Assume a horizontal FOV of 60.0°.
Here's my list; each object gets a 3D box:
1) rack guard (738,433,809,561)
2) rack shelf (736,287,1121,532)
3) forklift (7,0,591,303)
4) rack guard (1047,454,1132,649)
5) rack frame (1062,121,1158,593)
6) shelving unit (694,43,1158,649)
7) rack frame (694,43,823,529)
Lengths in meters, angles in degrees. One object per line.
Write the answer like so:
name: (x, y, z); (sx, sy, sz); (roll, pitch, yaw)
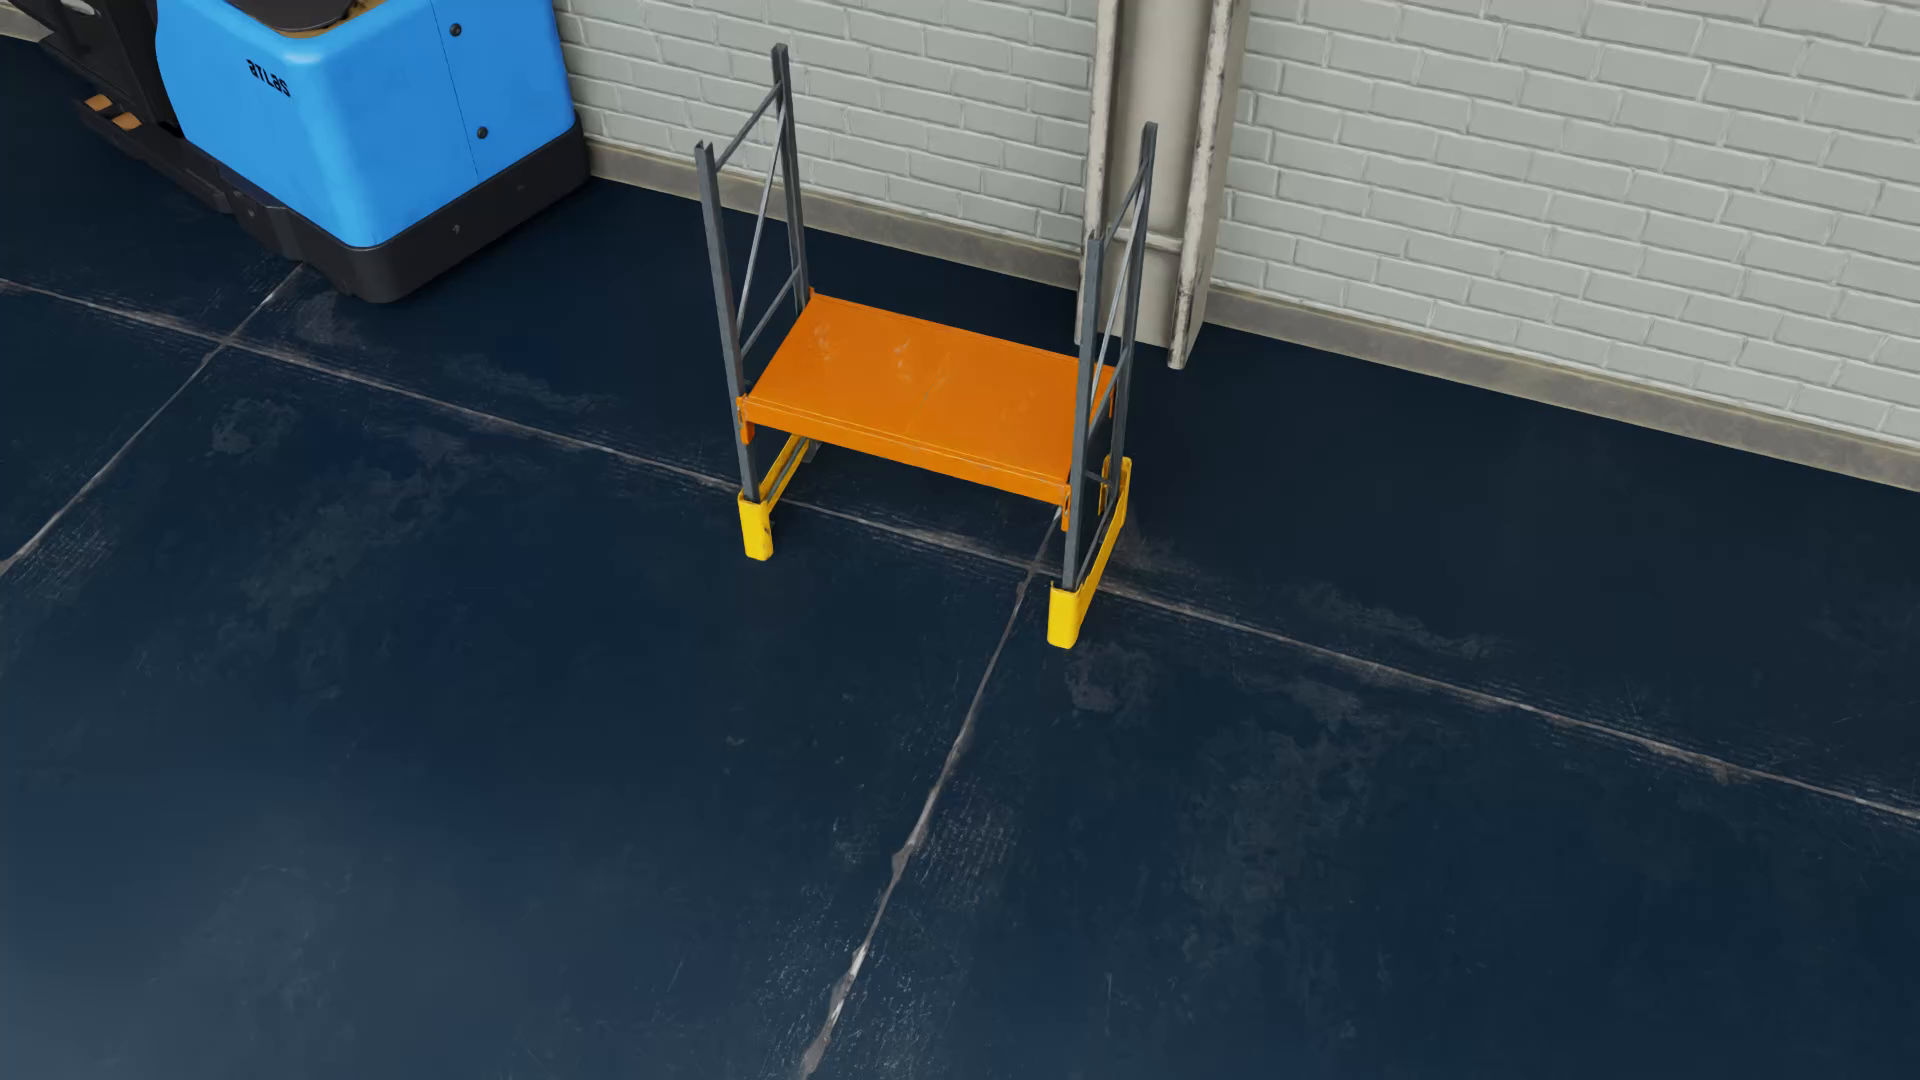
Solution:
rack guard: (-0.539, -0.232, 5.286); (0.087, 0.250, 0.587); (16, 51, 13)
rack shelf: (-0.080, -0.396, 4.839); (1.000, 0.185, 0.538); (16, 51, 13)
forklift: (-2.874, -2.749, 5.693); (3.031, 2.935, 1.130); (32, 56, 25)
rack guard: (0.396, 0.029, 5.060); (0.087, 0.250, 0.587); (16, 51, 13)
rack frame: (0.397, -0.380, 4.587); (0.032, 1.500, 0.500); (16, 51, 13)
shelving unit: (-0.072, -0.511, 4.701); (1.083, 1.500, 0.587); (16, 51, 13)
rack frame: (-0.557, -0.647, 4.818); (0.032, 1.500, 0.500); (16, 51, 13)
